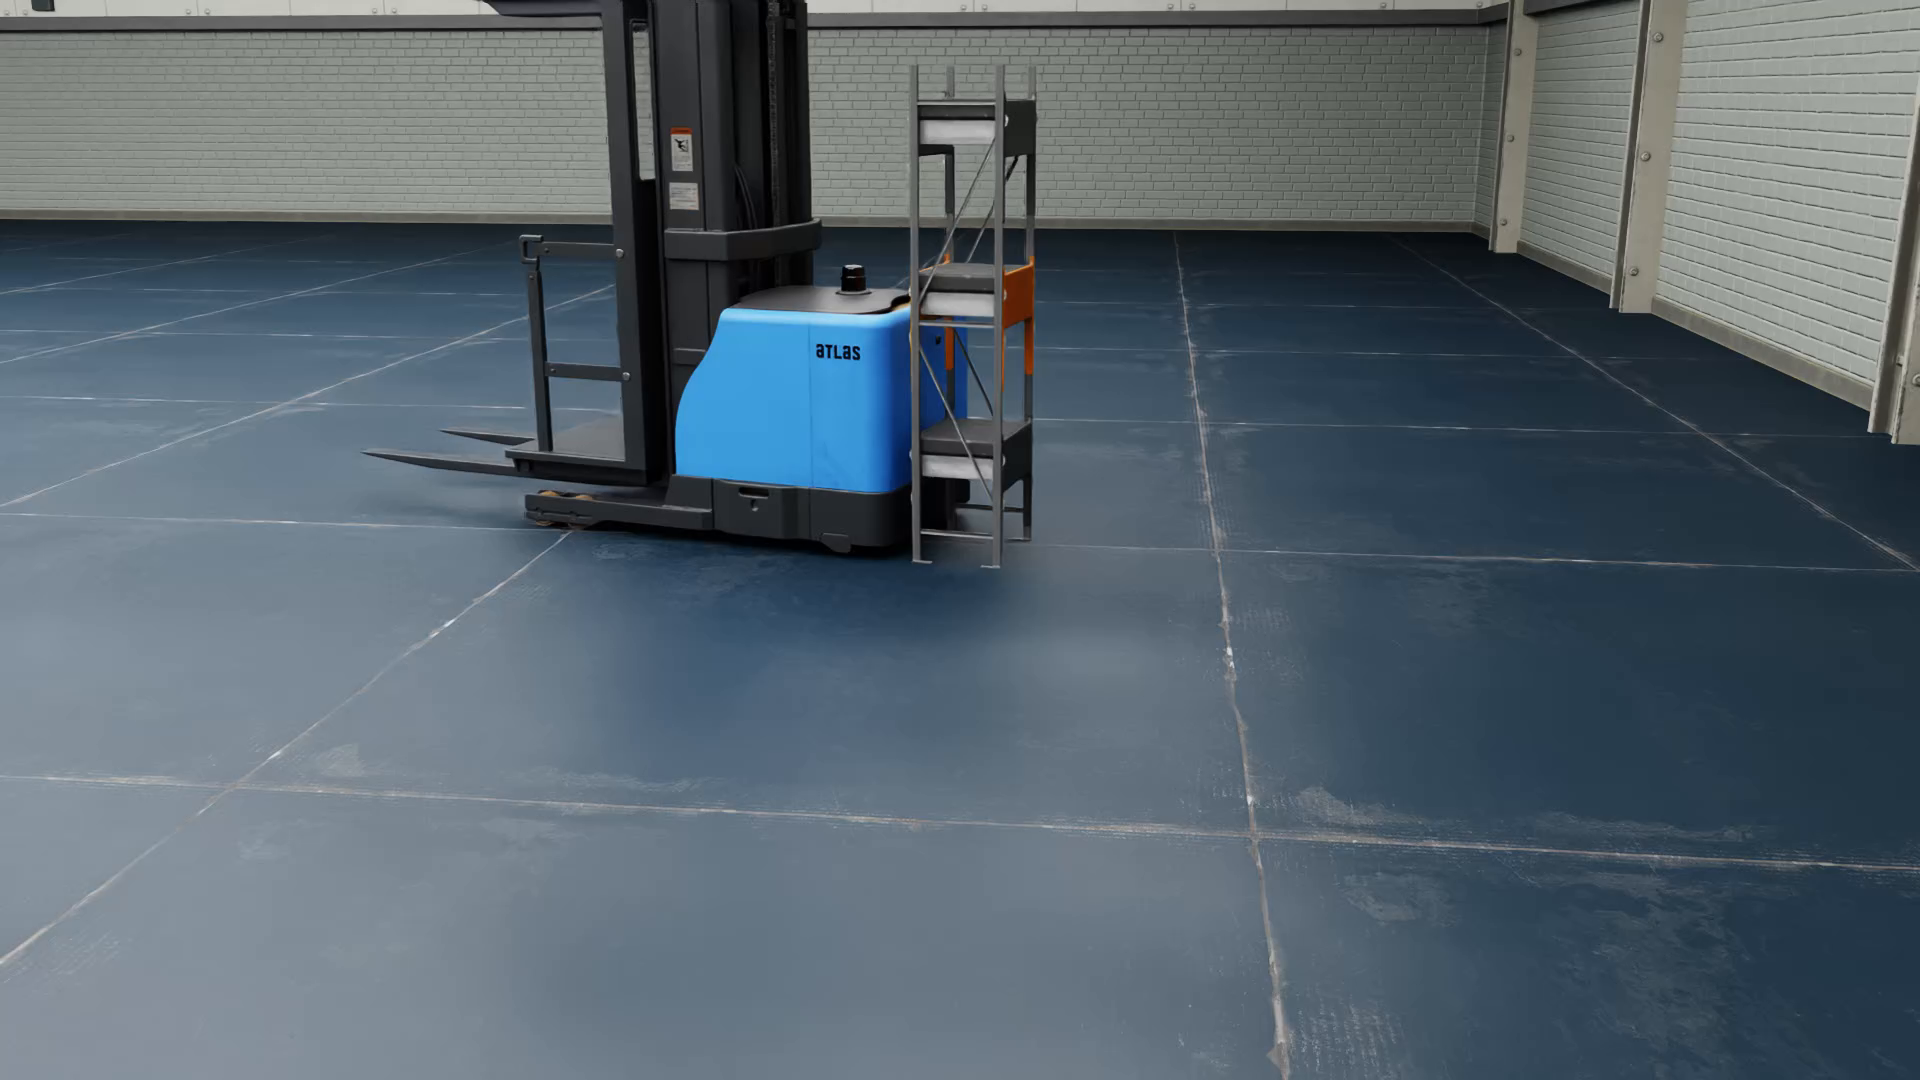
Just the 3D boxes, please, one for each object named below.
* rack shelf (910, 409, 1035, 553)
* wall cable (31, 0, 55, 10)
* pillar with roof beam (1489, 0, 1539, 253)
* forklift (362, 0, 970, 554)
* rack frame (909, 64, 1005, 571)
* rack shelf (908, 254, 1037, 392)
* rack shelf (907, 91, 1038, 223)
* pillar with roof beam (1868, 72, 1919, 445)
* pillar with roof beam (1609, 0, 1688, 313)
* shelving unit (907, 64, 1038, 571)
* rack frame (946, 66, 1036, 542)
[{"bbox_3d":[0.059,-0.271,7.375,0.431,0.518,0.480,5,16,17],"label":"rack shelf"},{"bbox_3d":[-13.215,-11.077,24.871,2.305,6.003,0.169,2,15,6],"label":"wall cable"},{"bbox_3d":[2.729,-8.192,20.720,9.100,9.000,0.400,2,15,6],"label":"pillar with roof beam"},{"bbox_3d":[-1.520,-1.581,7.893,3.031,2.935,1.130,6,16,21],"label":"forklift"},{"bbox_3d":[-0.014,-0.899,6.965,0.400,2.100,0.015,5,16,17],"label":"rack frame"},{"bbox_3d":[0.059,-0.947,7.193,0.431,0.518,0.480,5,16,17],"label":"rack shelf"},{"bbox_3d":[0.059,-1.623,7.010,0.431,0.518,0.480,5,16,17],"label":"rack shelf"},{"bbox_3d":[1.375,-5.080,9.210,9.100,9.000,0.400,2,15,6],"label":"pillar with roof beam"},{"bbox_3d":[2.052,-6.636,14.965,9.100,9.000,0.400,2,15,6],"label":"pillar with roof beam"},{"bbox_3d":[0.059,-0.960,7.189,0.431,2.100,0.503,5,16,17],"label":"shelving unit"},{"bbox_3d":[0.133,-1.021,7.414,0.400,2.100,0.015,5,16,17],"label":"rack frame"}]
